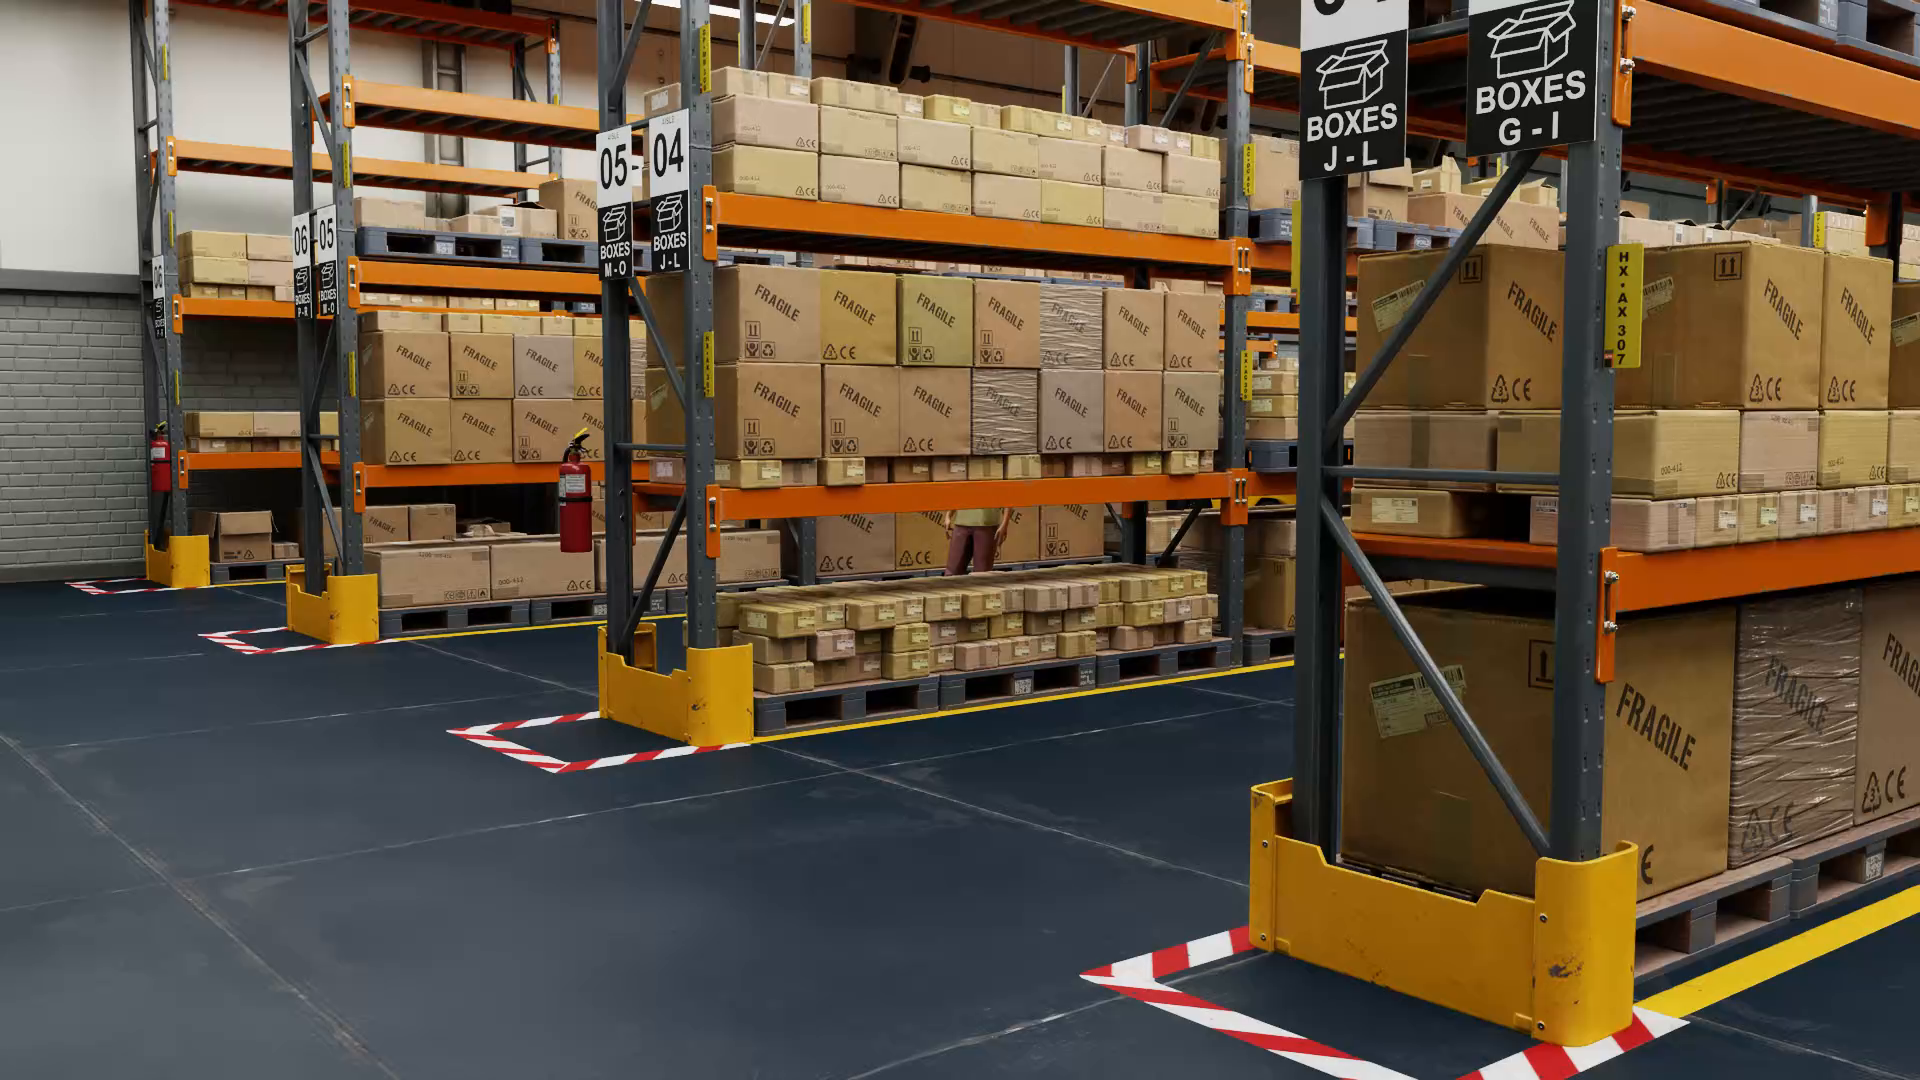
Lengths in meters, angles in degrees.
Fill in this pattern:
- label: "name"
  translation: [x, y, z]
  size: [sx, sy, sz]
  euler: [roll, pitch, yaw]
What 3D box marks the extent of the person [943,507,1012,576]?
- label: "person"
  translation: [0.078, -0.070, 12.107]
  size: [0.553, 1.660, 0.527]
  euler: [3, 5, 32]
